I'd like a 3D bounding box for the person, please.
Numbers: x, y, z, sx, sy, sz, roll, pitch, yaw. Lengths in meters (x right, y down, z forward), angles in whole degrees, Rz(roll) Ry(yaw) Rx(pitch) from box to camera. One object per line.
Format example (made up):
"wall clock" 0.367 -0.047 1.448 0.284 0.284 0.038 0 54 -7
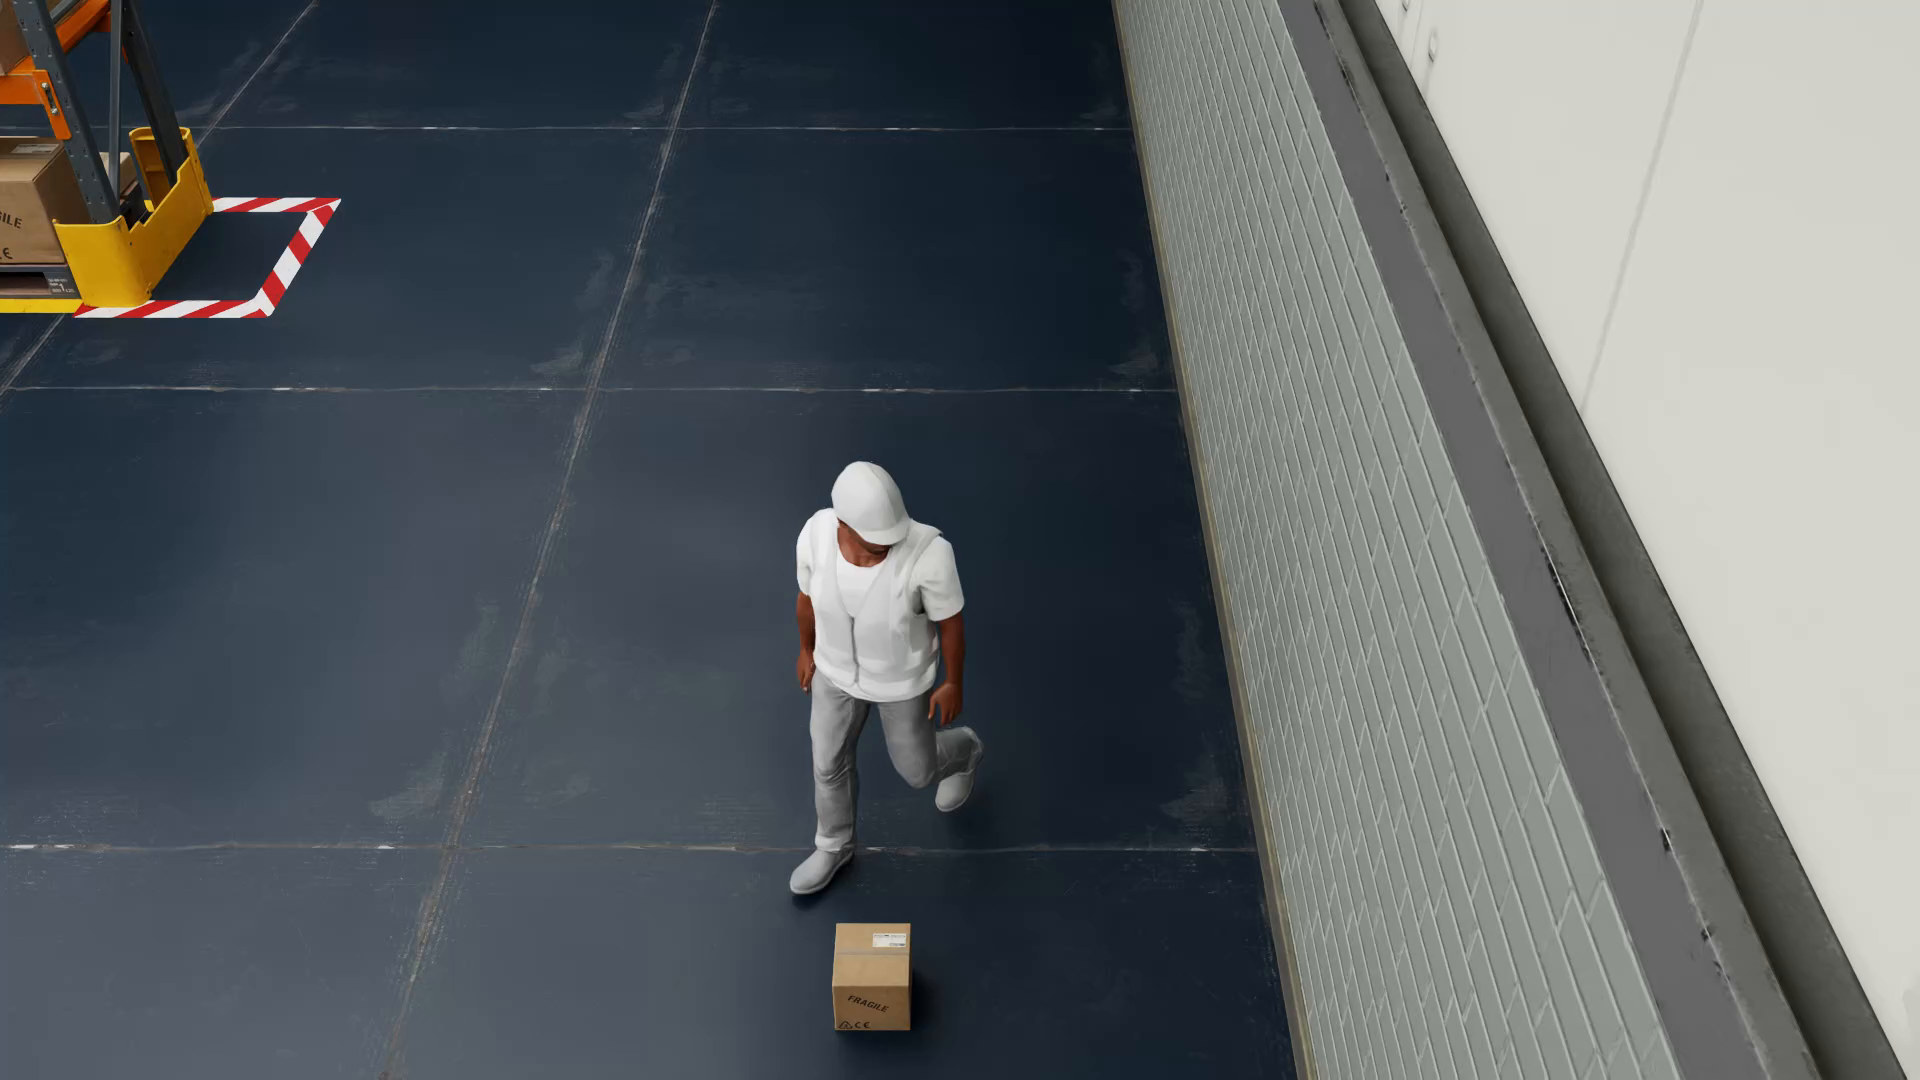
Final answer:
"person" -0.276 0.420 5.618 0.620 1.752 0.806 15 42 18
